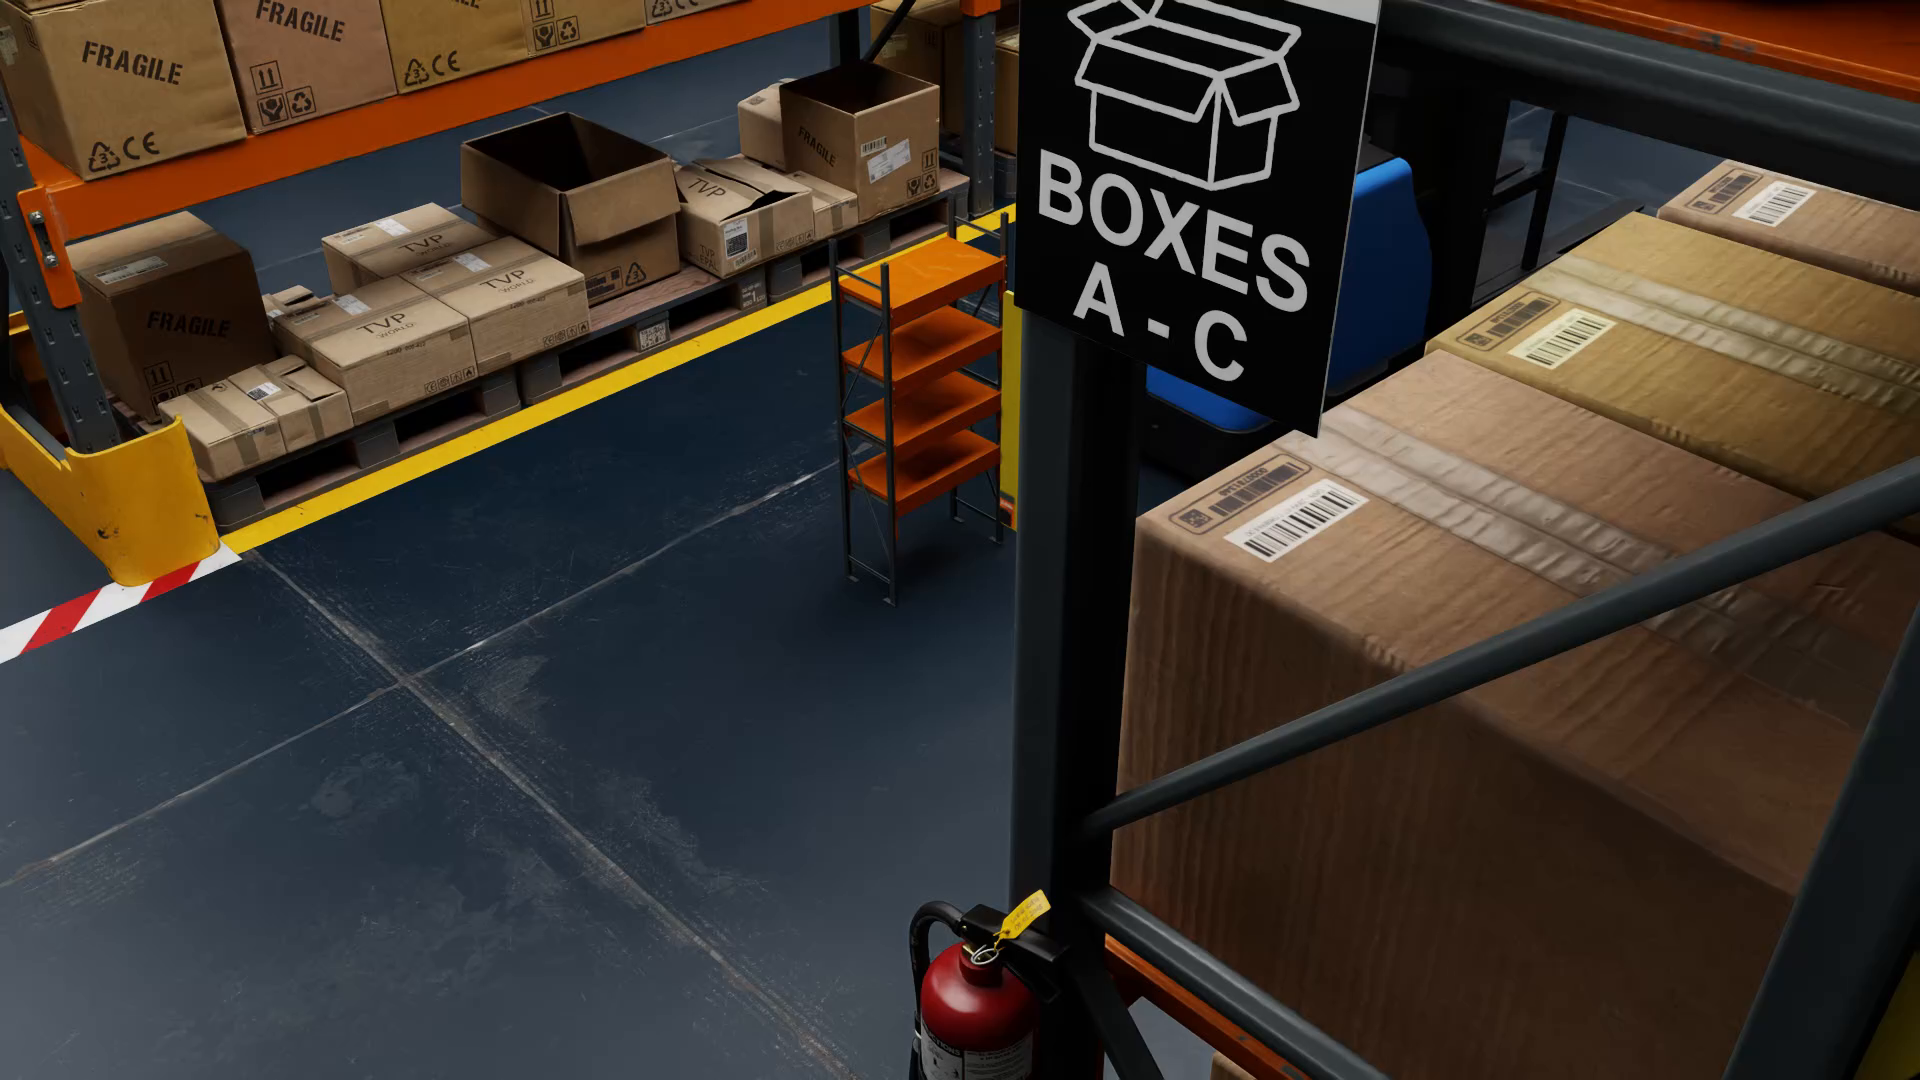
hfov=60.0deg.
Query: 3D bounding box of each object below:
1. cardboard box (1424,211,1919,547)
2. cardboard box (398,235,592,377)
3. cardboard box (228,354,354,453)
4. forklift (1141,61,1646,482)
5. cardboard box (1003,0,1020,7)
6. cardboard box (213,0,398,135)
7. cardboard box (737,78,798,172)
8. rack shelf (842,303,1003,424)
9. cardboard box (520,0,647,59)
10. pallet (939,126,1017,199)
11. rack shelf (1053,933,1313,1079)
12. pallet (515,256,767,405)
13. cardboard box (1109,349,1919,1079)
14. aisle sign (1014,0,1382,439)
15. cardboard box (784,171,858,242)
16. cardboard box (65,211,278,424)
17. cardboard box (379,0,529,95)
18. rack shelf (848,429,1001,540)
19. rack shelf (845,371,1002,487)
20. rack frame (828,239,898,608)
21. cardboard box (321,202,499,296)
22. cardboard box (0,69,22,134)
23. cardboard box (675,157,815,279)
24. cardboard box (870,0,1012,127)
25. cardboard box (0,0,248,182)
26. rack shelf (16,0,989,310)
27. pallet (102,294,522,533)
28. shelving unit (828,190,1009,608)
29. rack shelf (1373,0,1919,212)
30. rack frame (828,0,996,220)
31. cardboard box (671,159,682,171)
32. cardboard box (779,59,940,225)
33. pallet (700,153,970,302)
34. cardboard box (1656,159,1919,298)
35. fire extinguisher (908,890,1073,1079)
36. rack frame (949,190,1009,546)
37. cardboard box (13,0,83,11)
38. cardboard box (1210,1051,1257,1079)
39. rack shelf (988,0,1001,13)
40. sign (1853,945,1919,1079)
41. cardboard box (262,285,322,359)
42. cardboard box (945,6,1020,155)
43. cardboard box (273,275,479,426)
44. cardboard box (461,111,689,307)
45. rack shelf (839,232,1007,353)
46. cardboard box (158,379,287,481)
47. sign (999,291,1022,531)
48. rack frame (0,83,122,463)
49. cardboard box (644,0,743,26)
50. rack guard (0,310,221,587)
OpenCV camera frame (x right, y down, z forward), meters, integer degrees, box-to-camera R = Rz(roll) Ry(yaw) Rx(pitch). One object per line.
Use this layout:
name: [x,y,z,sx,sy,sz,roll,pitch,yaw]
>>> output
cardboard box: [1.320,0.025,2.722,0.980,0.700,0.700,29,44,35]
cardboard box: [-1.766,-0.901,6.332,0.500,0.250,0.500,30,45,35]
cardboard box: [-2.340,-0.487,5.811,0.380,0.166,0.250,30,45,35]
forklift: [1.711,-2.086,6.072,3.031,2.935,1.130,-27,43,-33]
cardboard box: [0.261,-2.628,8.589,0.500,0.500,0.500,-30,45,-35]
cardboard box: [-2.196,-1.662,5.317,0.500,0.500,0.500,29,44,35]
cardboard box: [-0.686,-1.954,7.788,0.500,0.311,0.500,30,45,35]
rack shelf: [-0.117,-0.553,5.114,0.258,0.148,0.480,30,45,35]
cardboard box: [-1.487,-2.067,5.897,0.500,0.500,0.500,-29,44,-35]
pallet: [0.309,-2.161,8.557,1.003,0.211,1.213,30,45,35]
rack shelf: [1.872,0.143,3.446,1.077,0.370,4.000,30,45,35]
pallet: [-1.581,-1.040,6.949,1.003,0.211,1.213,30,45,35]
cardboard box: [0.815,0.325,2.292,0.700,0.700,0.980,-28,43,-34]
aisle sign: [0.199,-0.499,1.463,0.394,0.787,0.004,30,45,35]
cardboard box: [-0.659,-1.449,7.206,0.380,0.149,0.250,30,45,35]
cardboard box: [-2.847,-0.811,5.984,0.500,0.500,0.500,30,45,35]
cardboard box: [-1.840,-1.865,5.607,0.500,0.500,0.500,29,44,35]
rack shelf: [-0.117,-0.207,5.356,0.258,0.148,0.480,30,45,35]
rack shelf: [-0.117,-0.370,5.242,0.258,0.148,0.480,30,45,35]
rack frame: [-0.289,-0.326,5.062,0.240,1.200,0.015,30,45,35]
cardboard box: [-2.156,-1.082,6.591,0.500,0.250,0.500,30,45,35]
cardboard box: [-2.933,-1.668,5.326,0.500,0.500,0.500,-28,44,-34]
cardboard box: [-0.966,-1.387,6.976,0.500,0.311,0.500,30,45,35]
cardboard box: [-0.093,-2.430,8.307,0.500,0.500,0.500,29,44,35]
cardboard box: [-2.556,-1.451,5.013,0.500,0.500,0.500,-29,44,-35]
rack shelf: [-1.646,-1.852,6.306,1.077,0.370,4.000,30,45,35]
pallet: [-2.441,-0.547,6.243,1.003,0.211,1.213,30,45,35]
shelving unit: [-0.117,-0.425,5.204,0.258,1.200,0.503,30,45,35]
rack shelf: [1.872,-1.088,2.587,1.077,0.370,4.000,30,45,35]
rack frame: [-0.237,-2.959,7.264,1.000,3.000,0.127,30,45,35]
cardboard box: [-1.289,-1.539,7.321,0.380,0.166,0.250,30,45,35]
cardboard box: [-0.437,-1.769,7.358,0.500,0.500,0.500,30,45,35]
pallet: [-0.722,-1.537,7.663,1.003,0.211,1.213,30,45,35]
cardboard box: [1.863,-0.280,3.161,0.980,0.700,0.700,27,43,33]
fire extinguisher: [0.029,0.719,2.383,0.296,0.674,0.183,30,45,35]
rack frame: [0.055,-0.524,5.346,0.240,1.200,0.015,30,45,35]
cardboard box: [-2.556,-1.861,4.727,0.500,0.500,0.500,-28,44,-34]
cardboard box: [0.885,1.188,3.136,0.700,0.500,0.500,30,45,35]
rack shelf: [1.172,-3.476,8.634,1.077,0.370,4.000,30,45,35]
sign: [0.852,0.498,1.481,0.100,0.325,0.005,30,45,35]
cardboard box: [-2.498,-0.802,6.263,0.380,0.166,0.250,30,45,35]
cardboard box: [0.277,-2.213,7.994,0.500,0.500,0.500,27,43,33]
cardboard box: [-2.119,-0.698,6.040,0.500,0.250,0.500,30,45,35]
cardboard box: [-1.557,-1.351,6.756,0.797,0.503,0.637,30,45,35]
rack shelf: [-0.117,-0.747,4.979,0.258,0.148,0.480,30,45,35]
cardboard box: [-2.516,-0.378,5.671,0.380,0.149,0.250,30,45,35]
sign: [0.087,-0.137,1.998,0.100,0.325,0.005,30,45,35]
rack frame: [-3.055,-1.336,4.936,1.000,3.000,0.127,30,45,35]
cardboard box: [-1.130,-2.275,6.195,0.500,0.500,0.500,-29,44,-35]
rack guard: [-3.002,-0.341,5.695,1.175,0.500,0.348,30,45,35]
